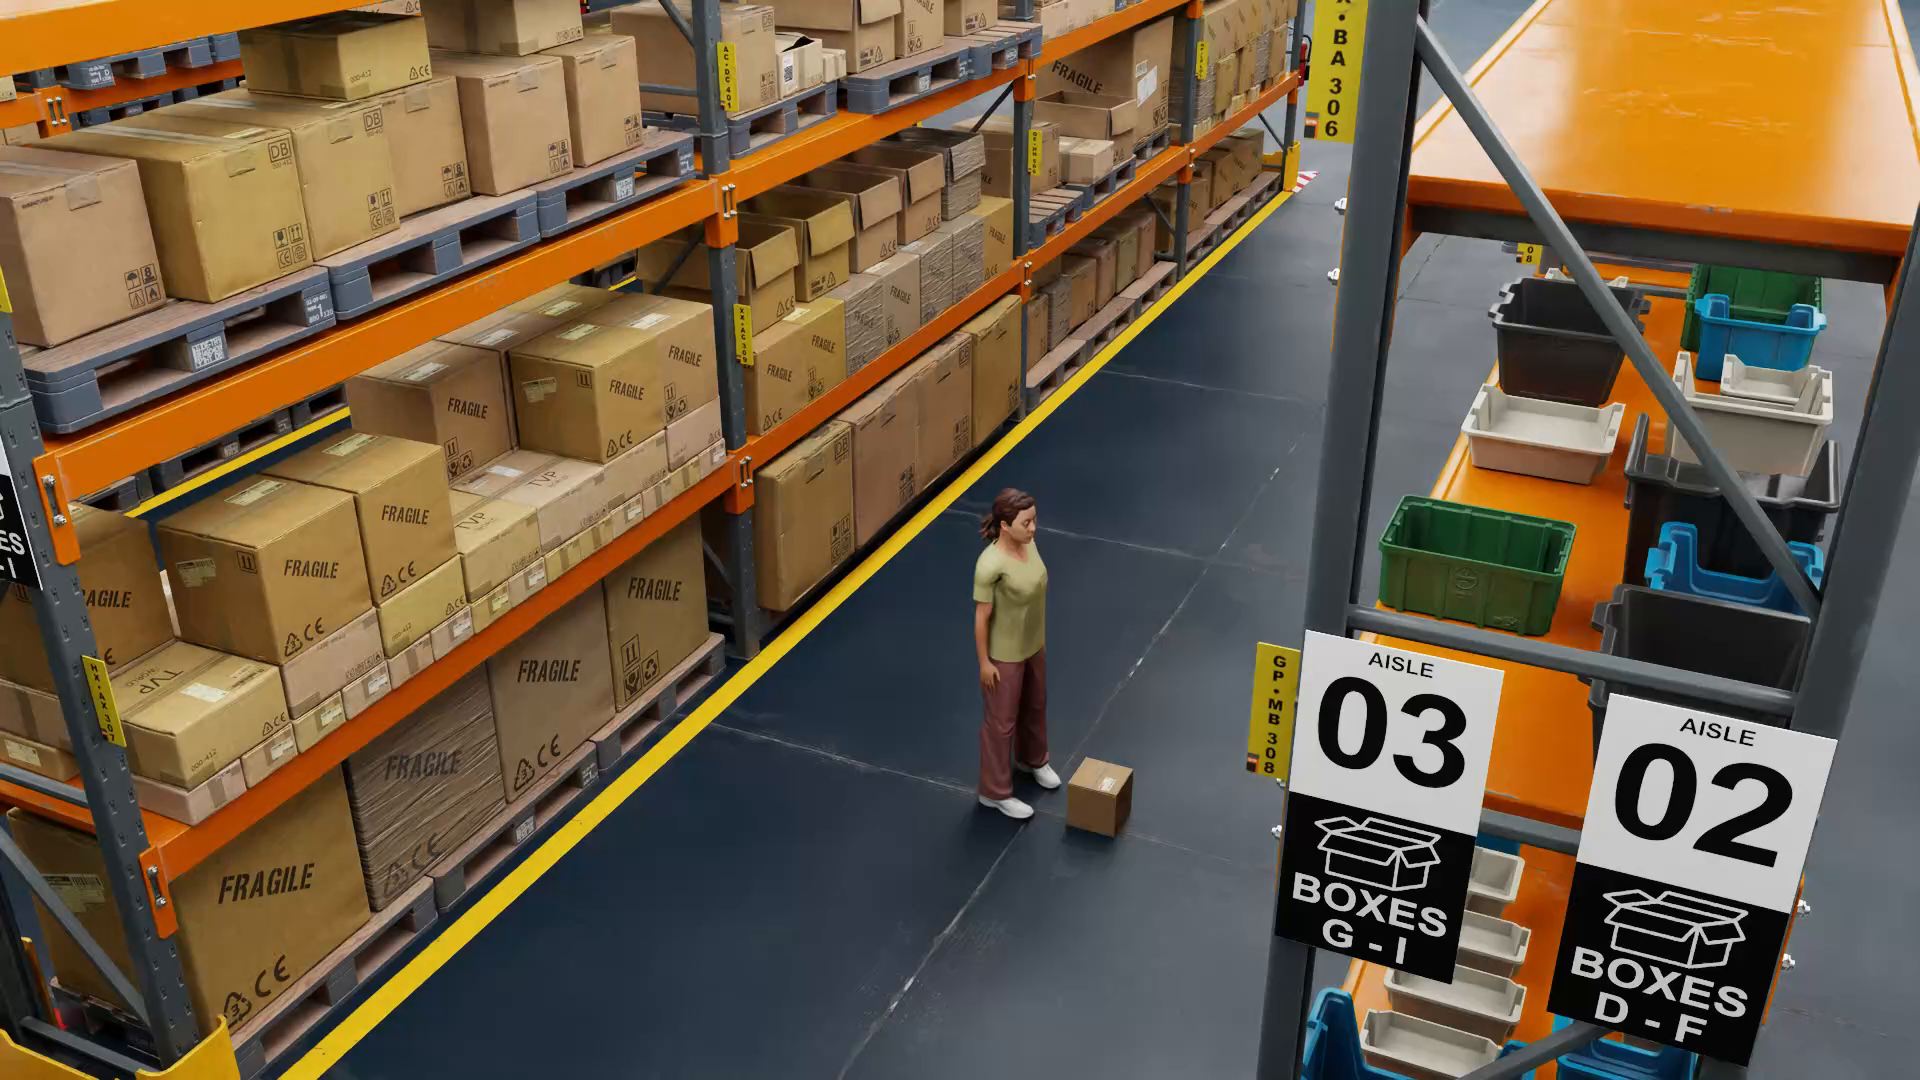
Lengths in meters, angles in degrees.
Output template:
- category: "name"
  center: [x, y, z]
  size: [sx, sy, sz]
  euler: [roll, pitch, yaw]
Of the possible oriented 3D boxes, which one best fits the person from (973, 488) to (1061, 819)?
- category: "person"
  center: [0.278, 0.524, 8.043]
  size: [0.396, 1.679, 0.521]
  euler: [17, 31, 31]
